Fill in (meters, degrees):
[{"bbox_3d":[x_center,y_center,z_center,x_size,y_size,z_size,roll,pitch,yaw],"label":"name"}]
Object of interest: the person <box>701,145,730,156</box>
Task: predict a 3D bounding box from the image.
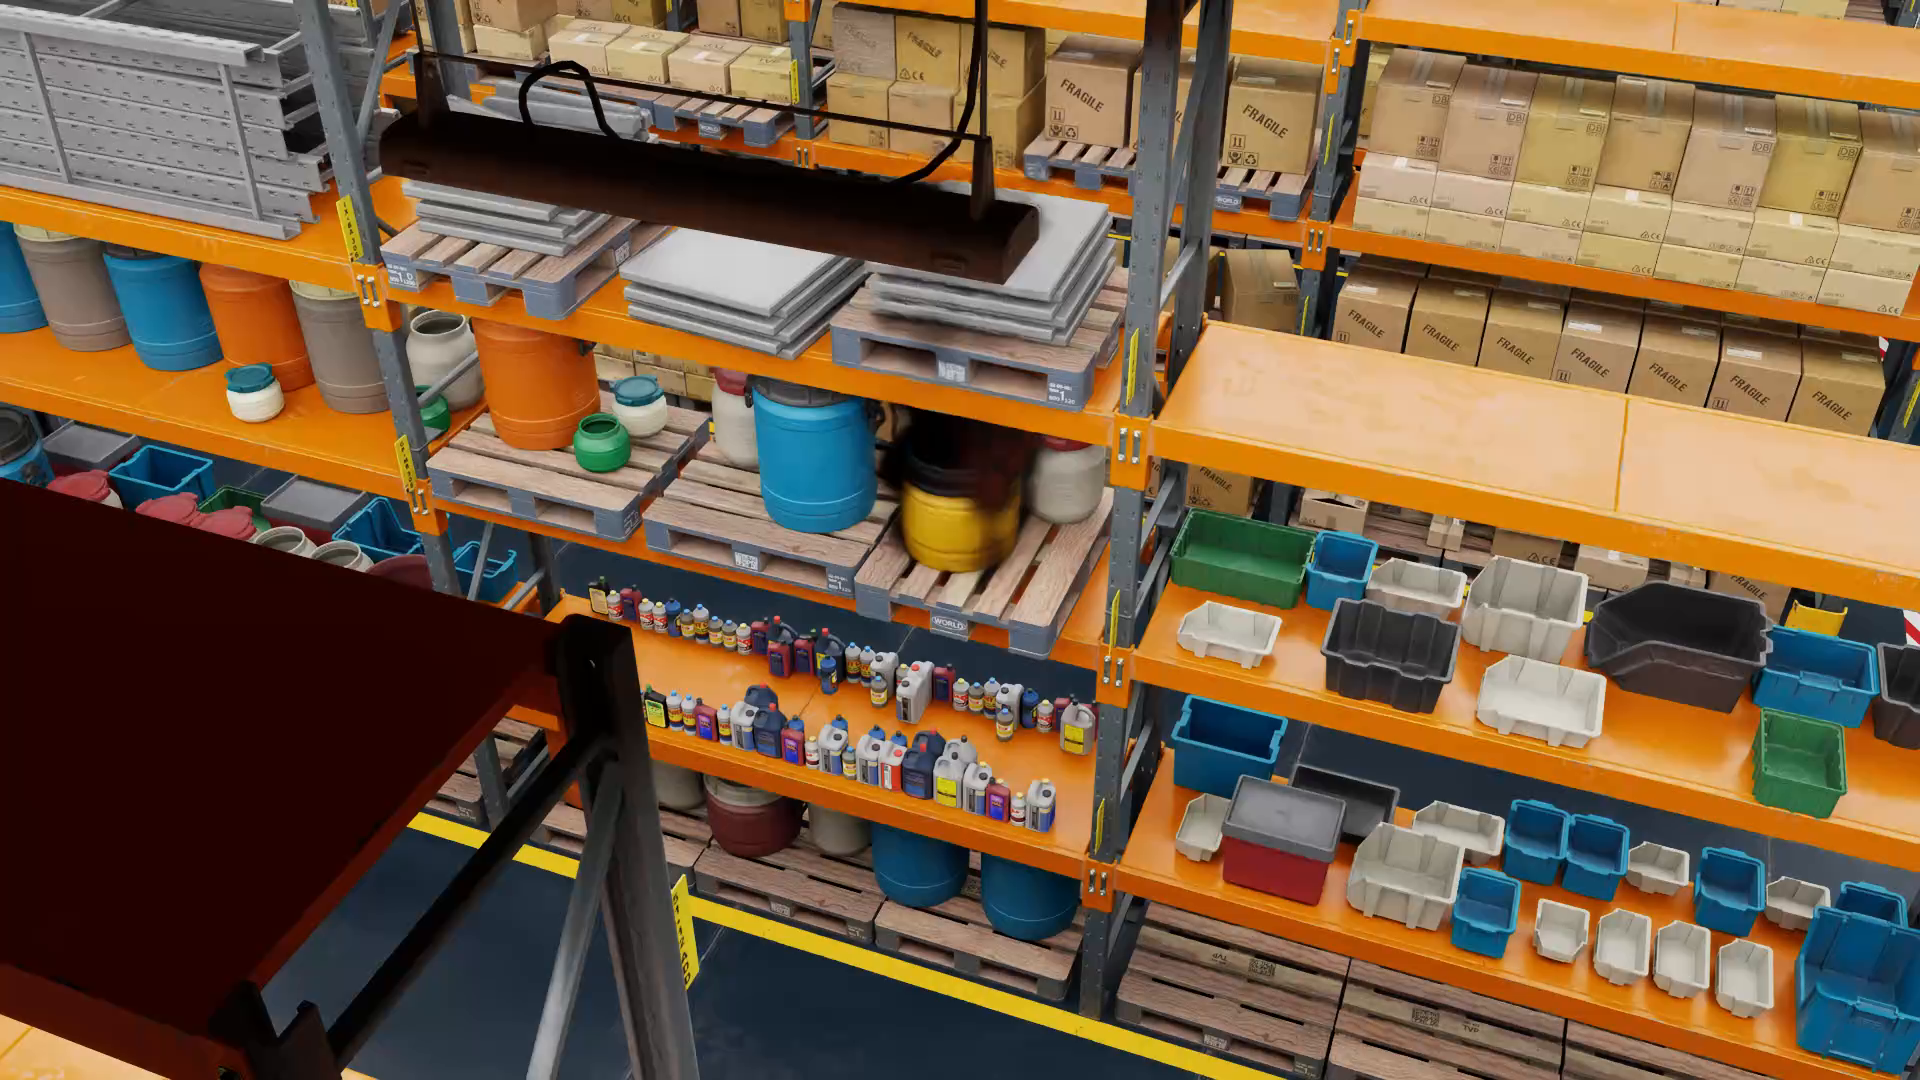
[{"bbox_3d":[-2.363,-3.259,16.418,0.693,1.672,0.567,8,37,11],"label":"person"}]
